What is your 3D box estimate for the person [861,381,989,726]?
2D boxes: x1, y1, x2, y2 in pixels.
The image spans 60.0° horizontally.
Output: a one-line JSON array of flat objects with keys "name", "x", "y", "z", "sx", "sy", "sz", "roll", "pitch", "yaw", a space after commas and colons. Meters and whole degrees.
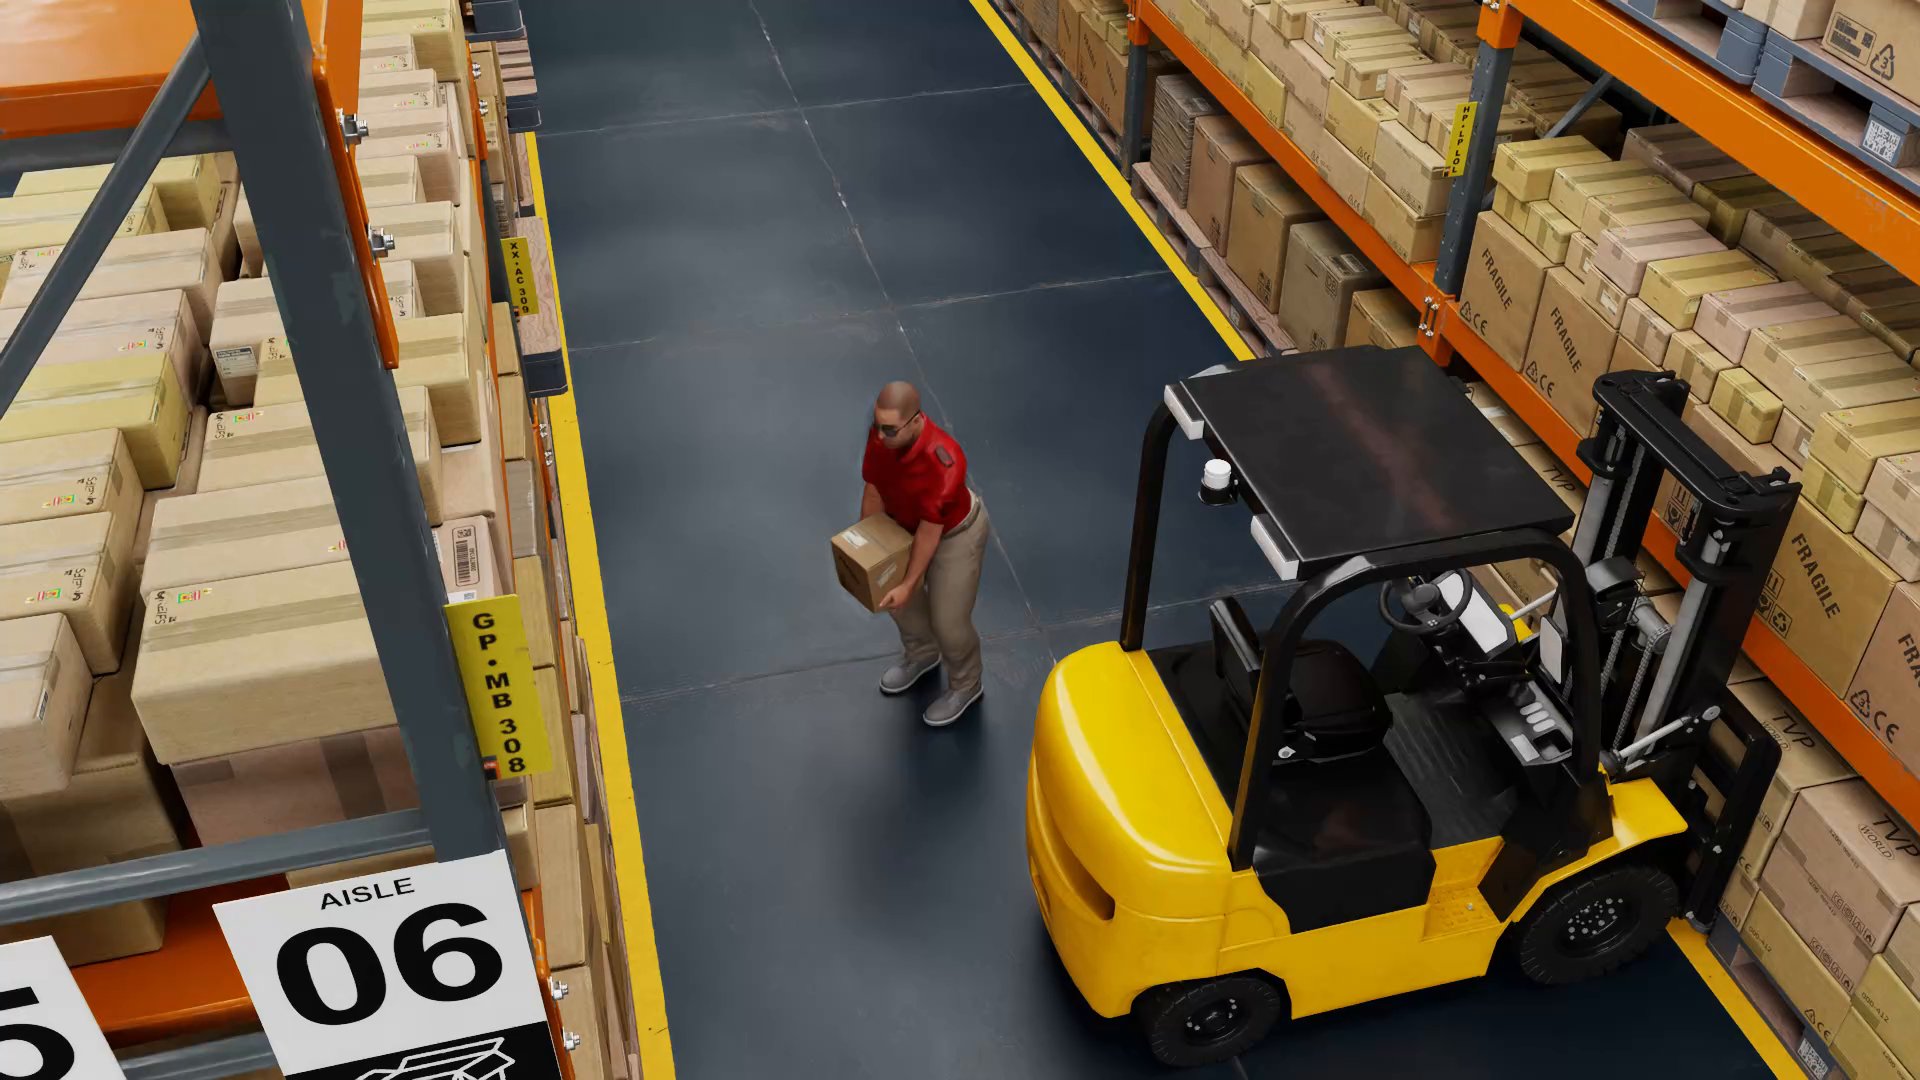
[{"name": "person", "x": -0.167, "y": 0.040, "z": 6.721, "sx": 0.608, "sy": 1.683, "sz": 0.490, "roll": -31, "pitch": 47, "yaw": -33}]
